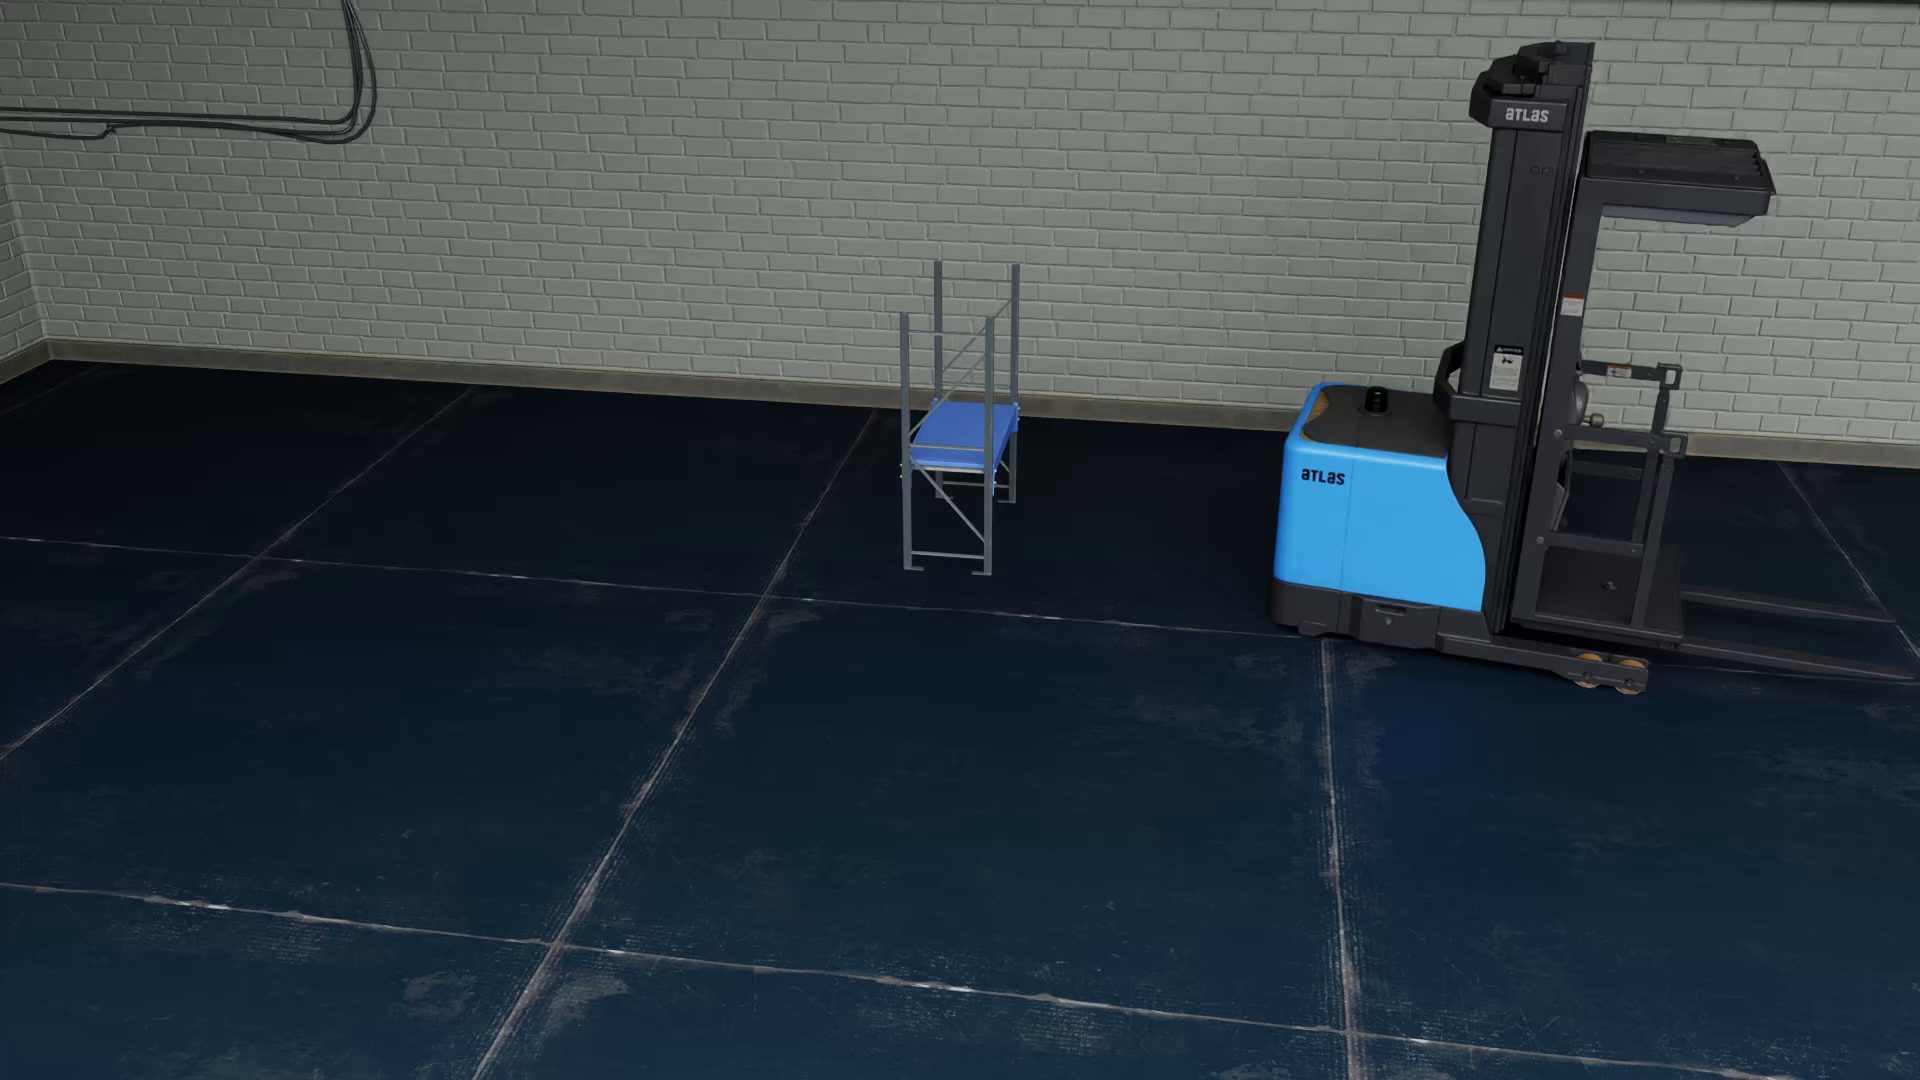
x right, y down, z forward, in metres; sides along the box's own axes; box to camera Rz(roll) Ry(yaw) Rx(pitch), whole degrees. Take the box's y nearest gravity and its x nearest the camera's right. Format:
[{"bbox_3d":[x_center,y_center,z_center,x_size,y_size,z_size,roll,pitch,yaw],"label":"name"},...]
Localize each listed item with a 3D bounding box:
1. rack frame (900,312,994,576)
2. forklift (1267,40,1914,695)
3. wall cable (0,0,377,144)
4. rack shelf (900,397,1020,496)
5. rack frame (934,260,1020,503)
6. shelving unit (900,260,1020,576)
[{"bbox_3d":[-0.069,-0.502,9.054,0.500,1.500,0.032,4,25,9],"label":"rack frame"},{"bbox_3d":[3.185,-0.826,8.057,3.031,2.935,1.130,9,26,18],"label":"forklift"},{"bbox_3d":[-5.519,-3.940,11.216,3.097,2.526,0.112,4,25,9],"label":"wall cable"},{"bbox_3d":[0.014,-0.552,9.585,0.538,0.185,1.000,4,25,9],"label":"rack shelf"},{"bbox_3d":[0.097,-0.928,9.962,0.500,1.500,0.032,4,25,9],"label":"rack frame"},{"bbox_3d":[0.014,-0.715,9.508,0.538,1.500,1.048,4,25,9],"label":"shelving unit"}]
